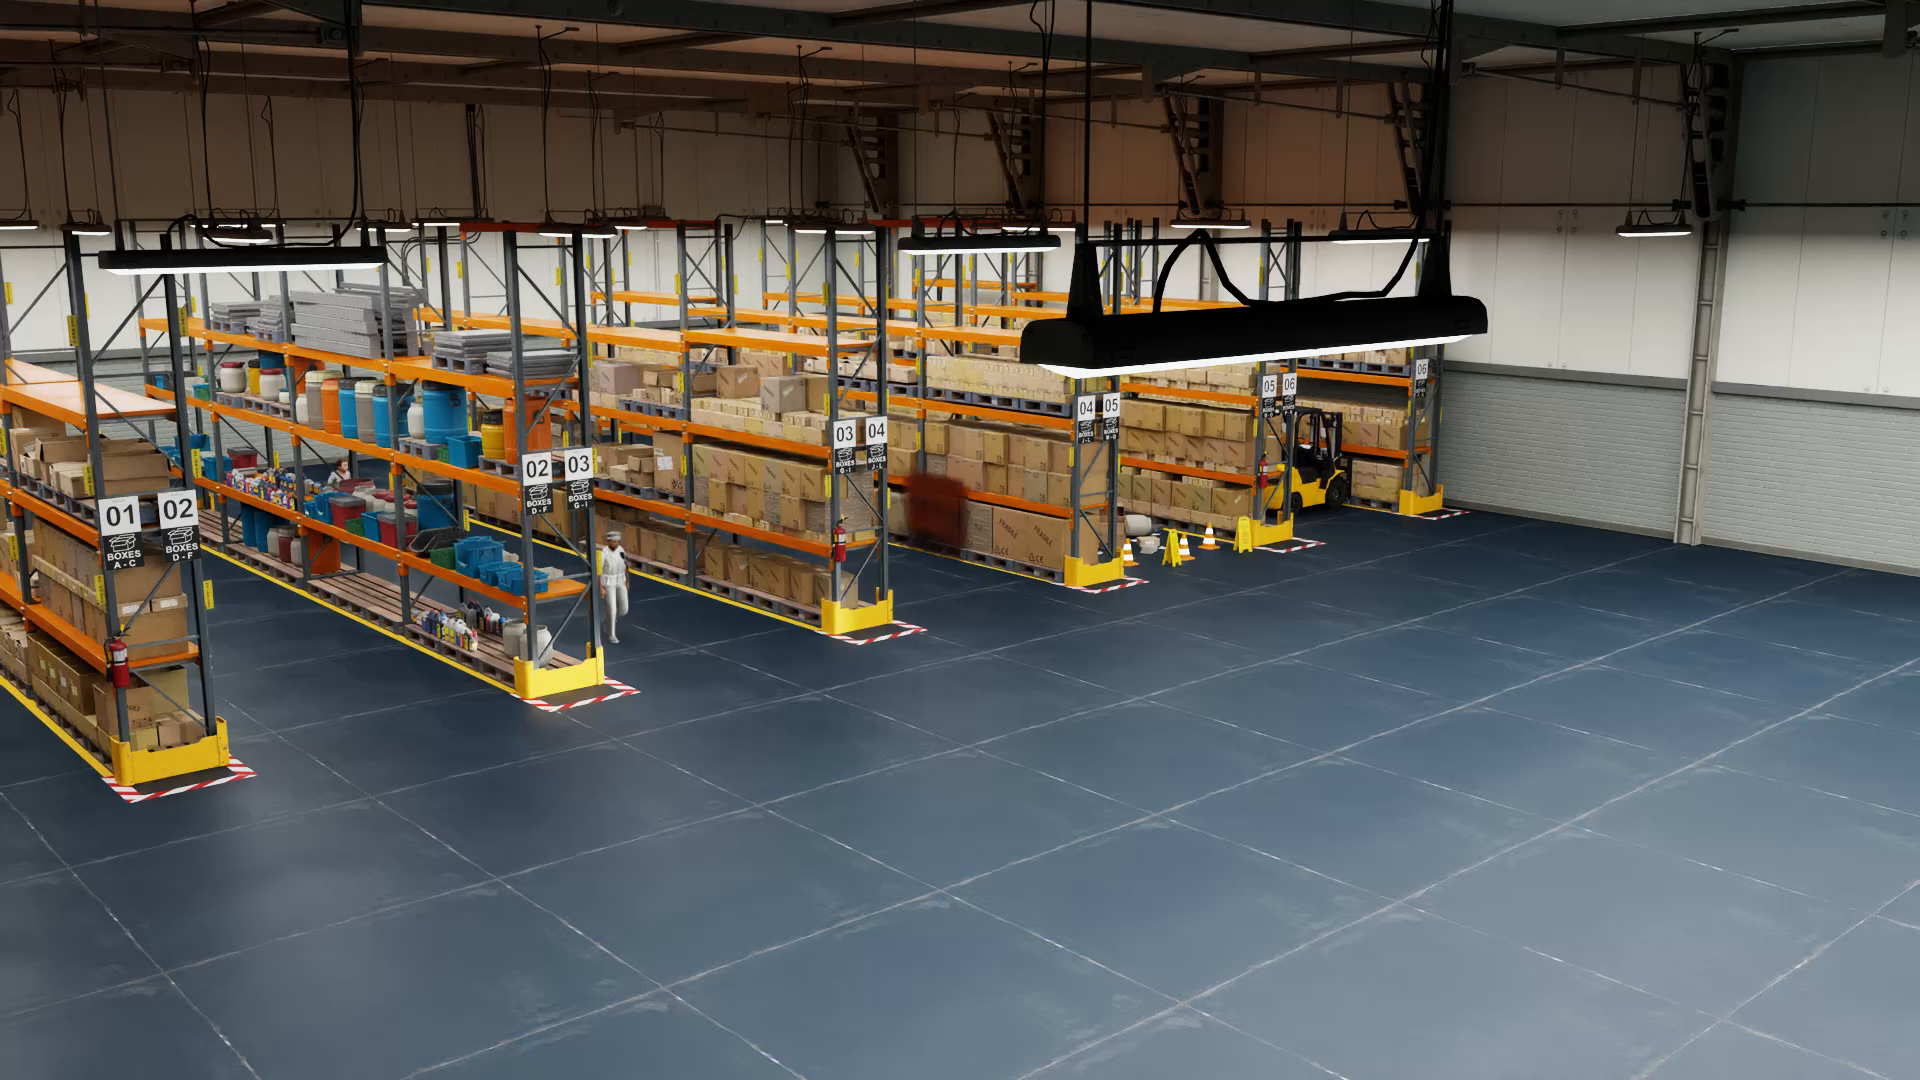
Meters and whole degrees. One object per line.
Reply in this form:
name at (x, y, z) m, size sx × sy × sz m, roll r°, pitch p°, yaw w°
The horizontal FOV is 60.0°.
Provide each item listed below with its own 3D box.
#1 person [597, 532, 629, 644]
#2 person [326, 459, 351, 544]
person at (-5.142, 0.661, 24.478) m, size 0.540 × 1.659 × 0.535 m, roll -11°, pitch 16°, yaw -42°
person at (-11.769, -0.757, 31.545) m, size 0.588 × 1.617 × 0.581 m, roll 10°, pitch 15°, yaw 40°
